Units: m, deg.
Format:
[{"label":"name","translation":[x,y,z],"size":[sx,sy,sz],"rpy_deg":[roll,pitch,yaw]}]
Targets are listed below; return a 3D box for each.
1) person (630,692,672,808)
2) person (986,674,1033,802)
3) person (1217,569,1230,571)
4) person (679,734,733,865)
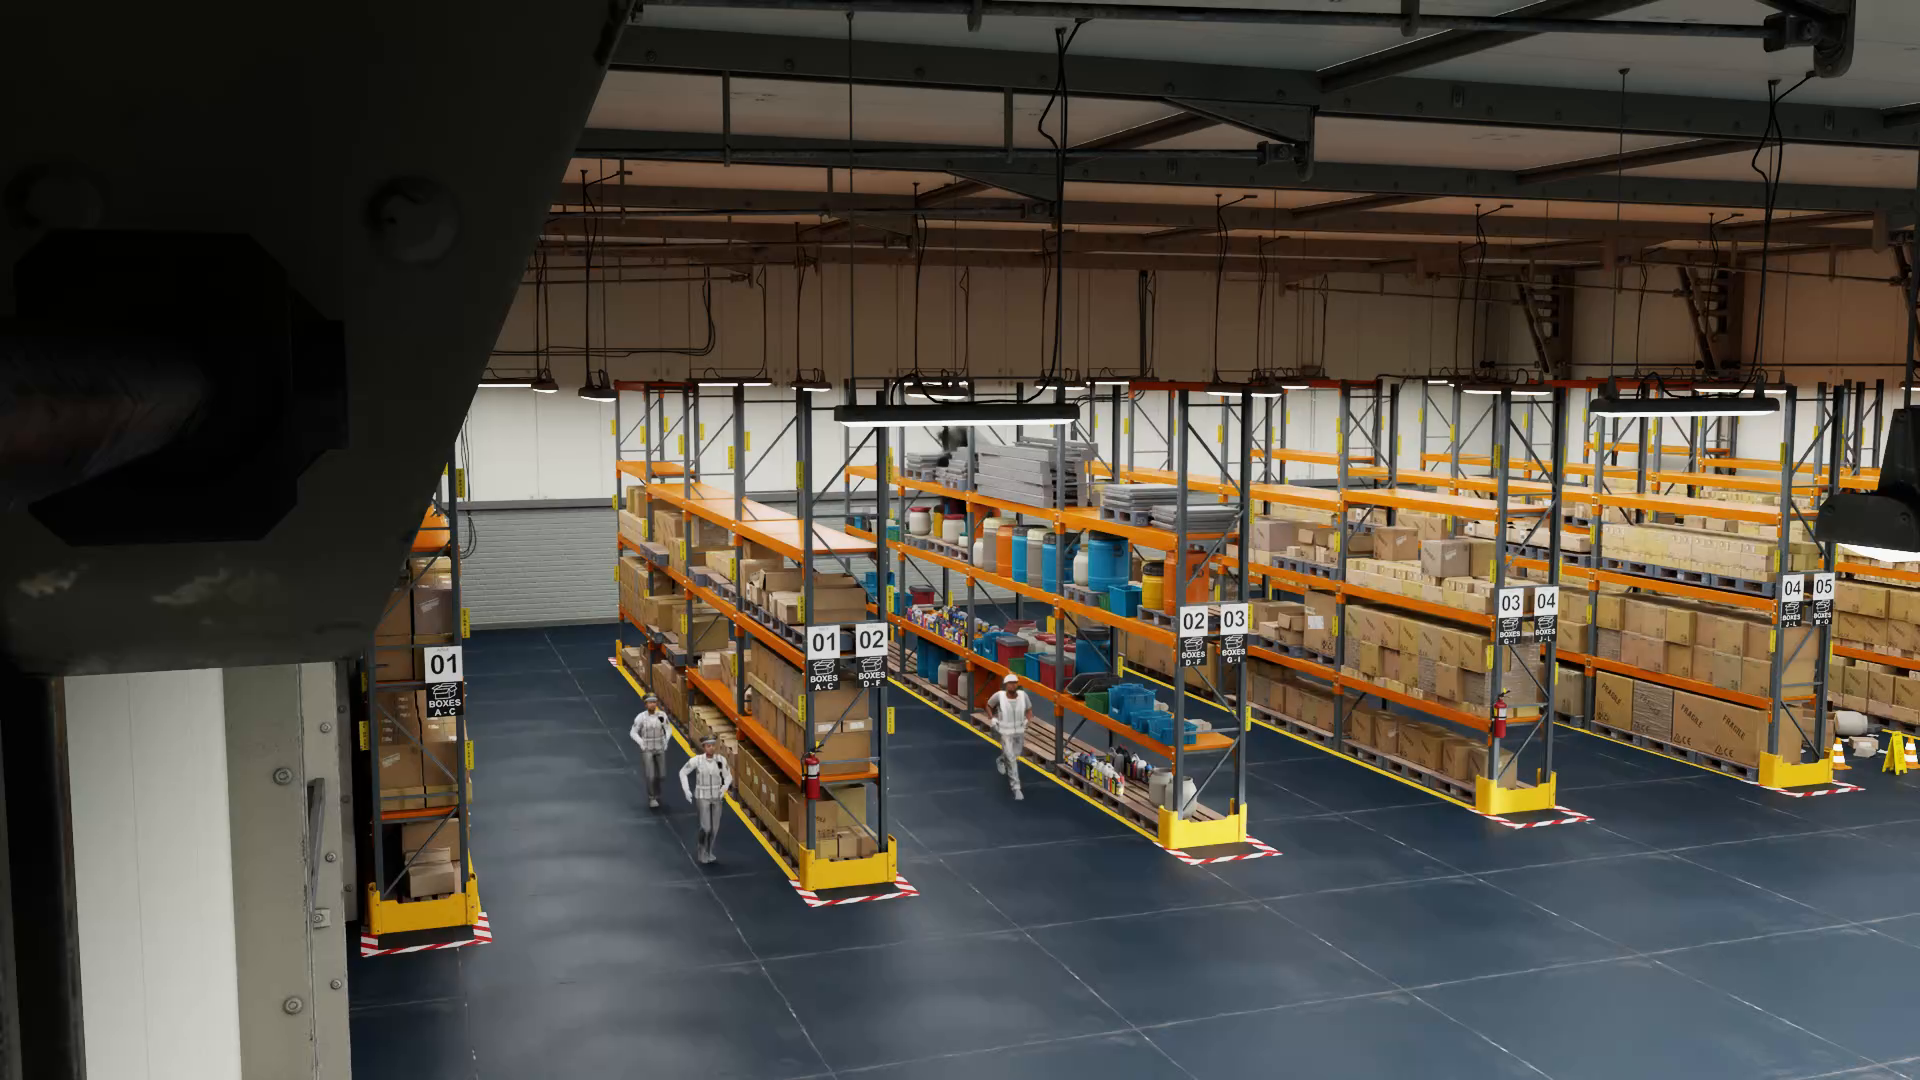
[{"label":"person","translation":[-4.409,2.991,23.846],"size":[0.612,1.648,0.555],"rpy_deg":[-2,6,-21]},{"label":"person","translation":[0.765,2.854,24.624],"size":[0.648,1.783,1.166],"rpy_deg":[-3,7,-24]},{"label":"person","translation":[6.420,1.243,40.949],"size":[0.462,1.556,0.614],"rpy_deg":[-4,7,-34]},{"label":"person","translation":[-3.183,3.285,21.052],"size":[0.645,1.687,0.549],"rpy_deg":[-2,7,-22]}]
